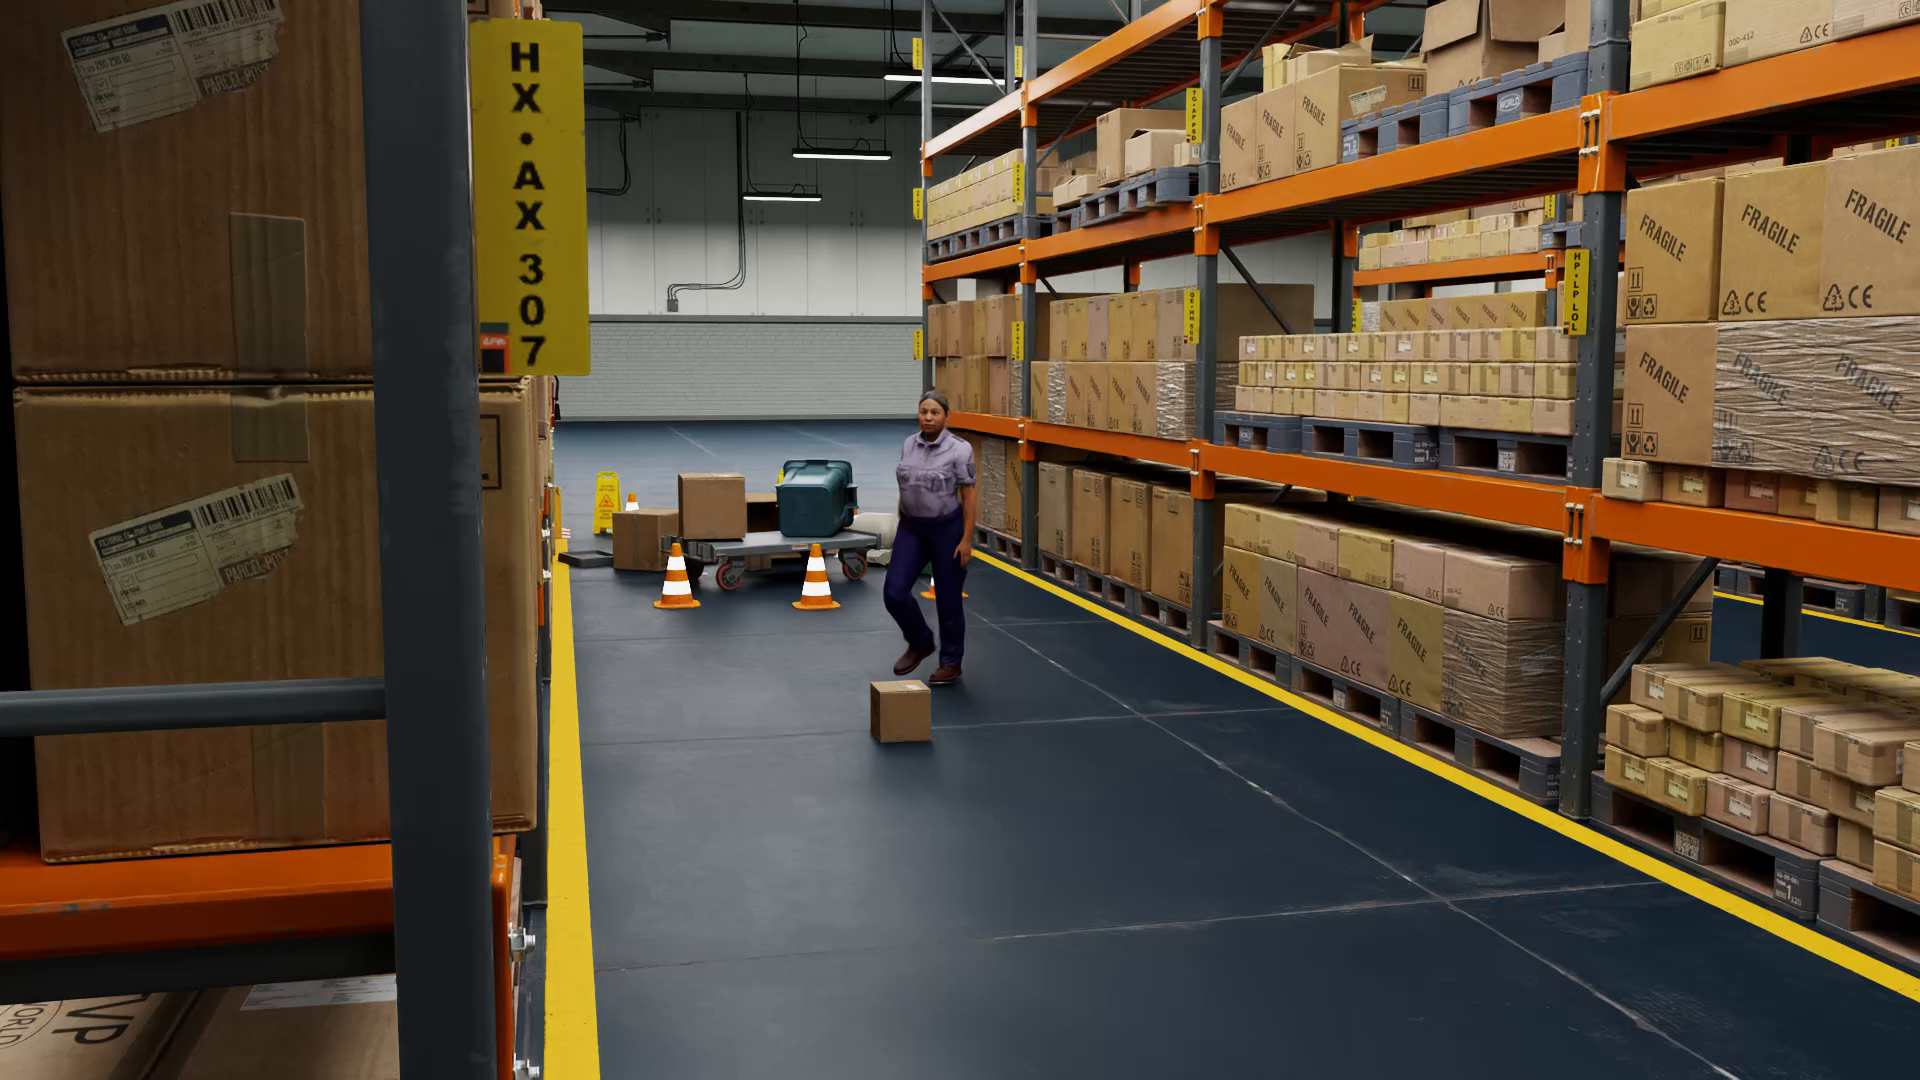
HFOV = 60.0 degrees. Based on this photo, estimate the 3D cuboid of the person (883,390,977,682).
[{"bbox_3d":[-0.143,-0.014,9.265,0.526,1.634,0.478,3,7,25],"label":"person"}]
